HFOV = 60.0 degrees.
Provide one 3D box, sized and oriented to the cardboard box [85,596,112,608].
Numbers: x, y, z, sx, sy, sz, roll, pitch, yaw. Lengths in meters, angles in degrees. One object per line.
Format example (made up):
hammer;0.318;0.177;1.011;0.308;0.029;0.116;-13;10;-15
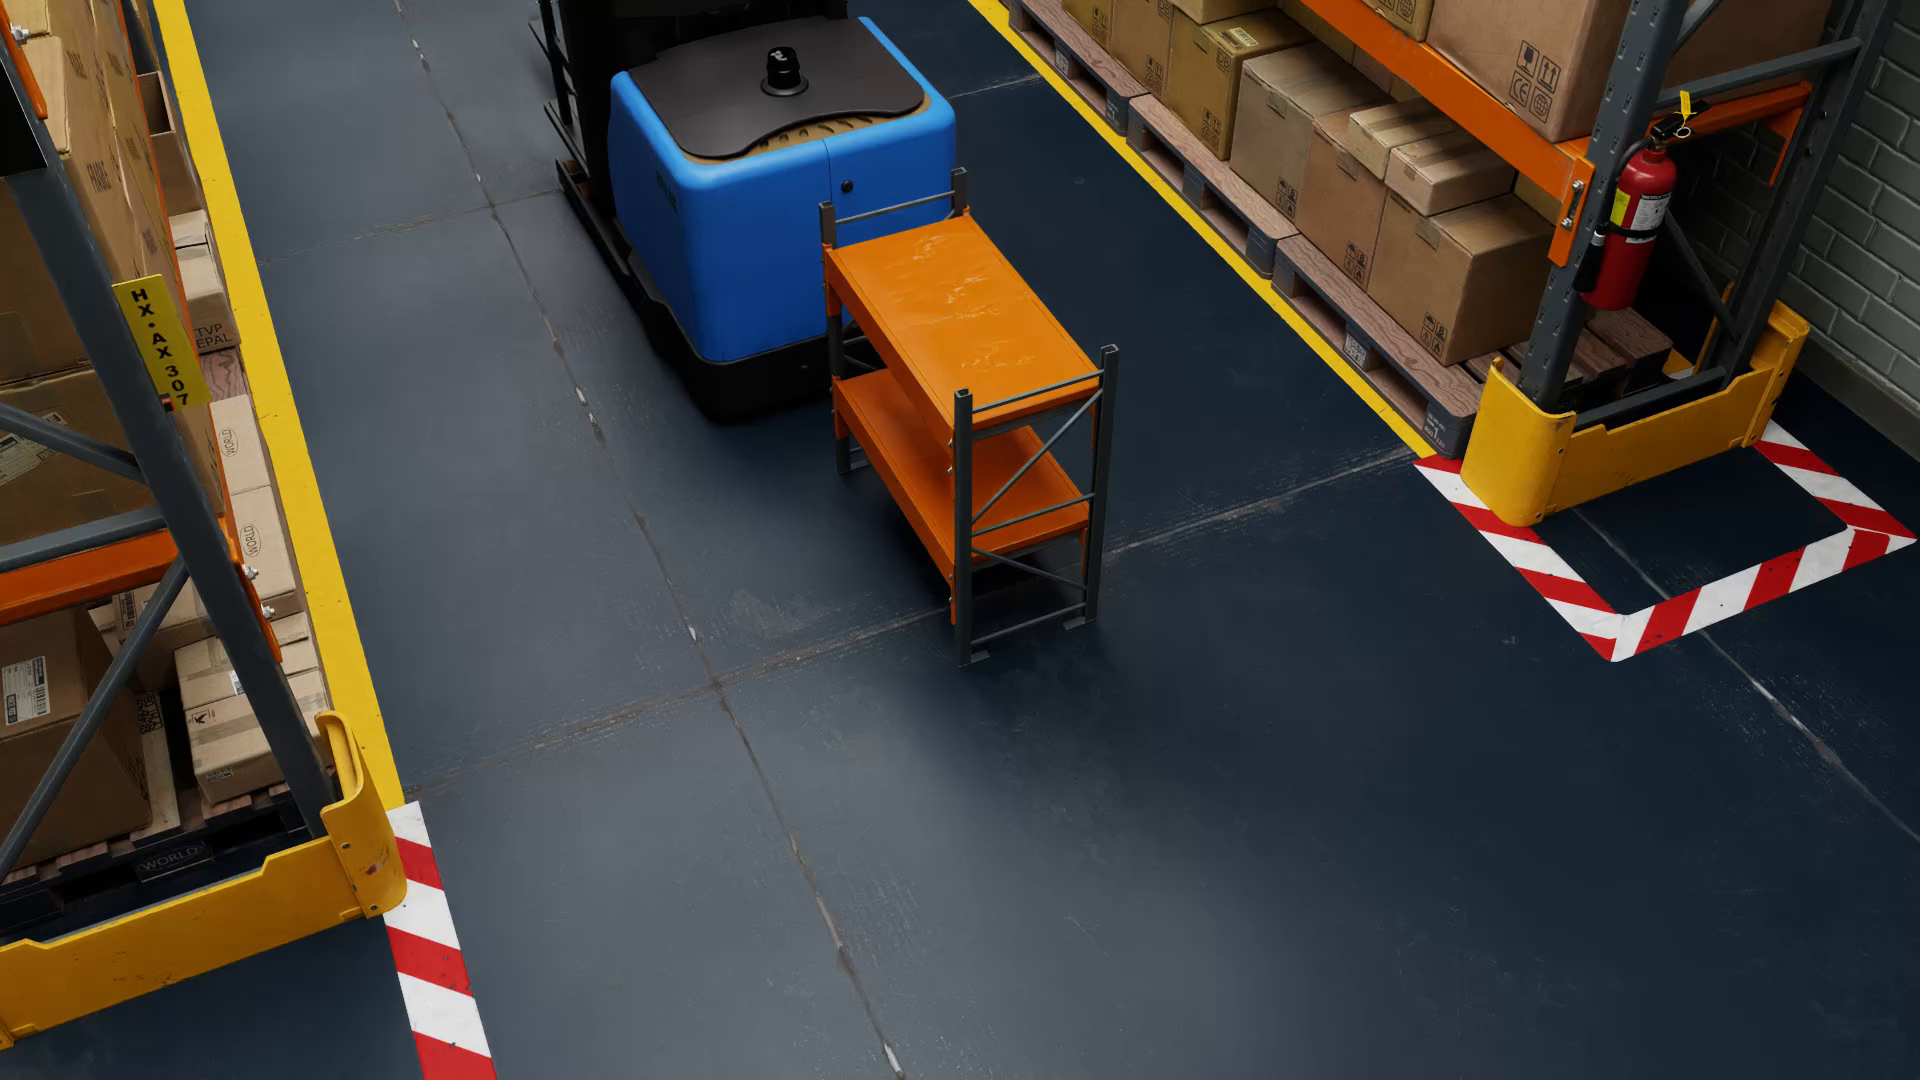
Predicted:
cardboard box;-2.948;0.005;5.253;0.500;0.250;0.500;-18;47;-17

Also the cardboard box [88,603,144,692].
cardboard box;-2.664;0.365;4.949;0.380;0.166;0.250;-18;47;-17

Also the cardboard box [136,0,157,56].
cardboard box;-4.022;-2.461;7.575;0.500;0.500;0.500;-17;47;-17

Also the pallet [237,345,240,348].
pallet;-3.517;-1.047;6.661;1.003;0.211;1.213;-18;47;-17

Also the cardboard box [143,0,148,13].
cardboard box;-4.225;-2.782;7.900;0.500;0.500;0.500;-17;47;-17

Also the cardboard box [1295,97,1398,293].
cardboard box;1.774;-1.389;6.503;0.700;0.500;0.500;-18;47;-18

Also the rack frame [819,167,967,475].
rack frame;-0.211;-0.720;5.679;0.500;1.125;0.032;-18;47;-17

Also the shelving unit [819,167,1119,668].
shelving unit;0.003;-0.396;5.351;0.538;1.125;1.048;-18;47;-17

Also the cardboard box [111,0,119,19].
cardboard box;-3.144;-1.942;5.512;0.500;0.500;0.500;-17;47;-16

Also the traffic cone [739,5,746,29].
traffic cone;-0.863;-1.986;6.220;0.062;1.202;0.307;-18;47;-17

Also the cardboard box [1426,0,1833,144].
cardboard box;2.146;-1.823;5.248;0.980;0.700;0.700;-16;47;-16

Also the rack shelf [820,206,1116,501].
rack shelf;0.003;-0.604;5.145;0.538;0.278;1.000;-18;47;-17

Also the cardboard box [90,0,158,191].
cardboard box;-2.710;-1.292;4.852;0.500;0.500;0.500;-17;47;-17

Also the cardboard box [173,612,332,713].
cardboard box;-2.093;0.396;4.917;0.380;0.166;0.250;-18;47;-17

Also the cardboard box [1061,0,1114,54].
cardboard box;0.909;-2.696;7.827;0.700;0.500;0.500;-17;47;-17

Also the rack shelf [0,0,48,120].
rack shelf;-2.964;-2.015;4.033;1.077;0.370;4.000;-18;47;-17

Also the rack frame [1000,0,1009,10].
rack frame;0.688;-3.943;7.610;1.000;3.000;0.127;-18;47;-17

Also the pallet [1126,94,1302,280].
pallet;1.453;-1.664;7.286;1.003;0.211;1.213;-18;47;-17

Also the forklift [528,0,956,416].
forklift;-1.100;-2.541;6.238;1.130;2.935;3.031;-19;48;-18

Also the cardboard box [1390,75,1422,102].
cardboard box;1.900;-1.763;6.420;0.380;0.149;0.250;-18;47;-17

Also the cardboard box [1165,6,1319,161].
cardboard box;1.331;-2.047;7.170;0.700;0.500;0.500;-17;47;-16

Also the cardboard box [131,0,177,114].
cardboard box;-3.788;-2.125;7.234;0.500;0.500;0.500;-20;48;-19

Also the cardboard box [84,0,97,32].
cardboard box;-2.718;-1.655;4.509;0.500;0.500;0.500;-18;48;-18

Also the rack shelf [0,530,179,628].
rack shelf;-2.964;-1.017;5.018;0.919;0.124;3.809;-18;47;-17

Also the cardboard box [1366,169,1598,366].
cardboard box;1.985;-1.070;6.180;0.700;0.500;0.500;-18;47;-17

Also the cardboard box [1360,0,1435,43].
cardboard box;1.830;-2.283;5.715;0.980;0.700;0.700;-18;48;-18

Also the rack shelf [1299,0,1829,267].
rack shelf;1.529;-2.412;6.571;1.077;0.370;4.000;-18;47;-17

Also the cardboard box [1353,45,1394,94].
cardboard box;1.792;-1.925;6.584;0.380;0.149;0.250;-17;47;-17

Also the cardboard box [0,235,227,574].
cardboard box;-2.071;-0.325;3.872;0.500;0.500;0.500;-17;47;-17

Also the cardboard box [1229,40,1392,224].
cardboard box;1.562;-1.709;6.827;0.700;0.500;0.500;-19;48;-19

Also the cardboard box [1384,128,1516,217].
cardboard box;1.765;-1.329;5.980;0.380;0.149;0.250;-19;48;-18

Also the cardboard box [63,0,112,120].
cardboard box;-2.503;-1.332;4.181;0.500;0.500;0.500;-17;47;-17

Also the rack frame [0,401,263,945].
rack frame;-2.120;0.070;3.543;0.949;2.616;0.053;-18;47;-17

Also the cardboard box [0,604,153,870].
cardboard box;-2.575;0.531;4.543;0.500;0.500;0.500;-18;47;-17

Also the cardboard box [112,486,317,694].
cardboard box;-2.305;0.145;5.112;0.500;0.250;0.500;-18;47;-17

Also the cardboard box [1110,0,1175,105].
cardboard box;1.117;-2.375;7.502;0.700;0.500;0.500;-18;48;-18

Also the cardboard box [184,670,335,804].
cardboard box;-1.988;0.561;4.762;0.380;0.149;0.250;-18;47;-17

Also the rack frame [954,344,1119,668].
rack frame;0.217;-0.072;5.022;0.500;1.125;0.032;-18;47;-17

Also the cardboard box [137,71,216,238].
cardboard box;-3.308;-1.465;6.566;0.500;0.500;0.500;-18;47;-17

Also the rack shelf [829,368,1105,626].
rack shelf;0.003;-0.222;5.522;0.538;0.278;1.000;-18;47;-17

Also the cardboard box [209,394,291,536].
cardboard box;-2.515;-0.174;5.435;0.500;0.250;0.500;-18;47;-17

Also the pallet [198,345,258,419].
pallet;-3.000;-0.269;5.872;1.003;0.211;1.213;-18;47;-17

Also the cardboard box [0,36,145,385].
cardboard box;-2.071;-0.681;3.521;0.500;0.500;0.500;-17;47;-16
